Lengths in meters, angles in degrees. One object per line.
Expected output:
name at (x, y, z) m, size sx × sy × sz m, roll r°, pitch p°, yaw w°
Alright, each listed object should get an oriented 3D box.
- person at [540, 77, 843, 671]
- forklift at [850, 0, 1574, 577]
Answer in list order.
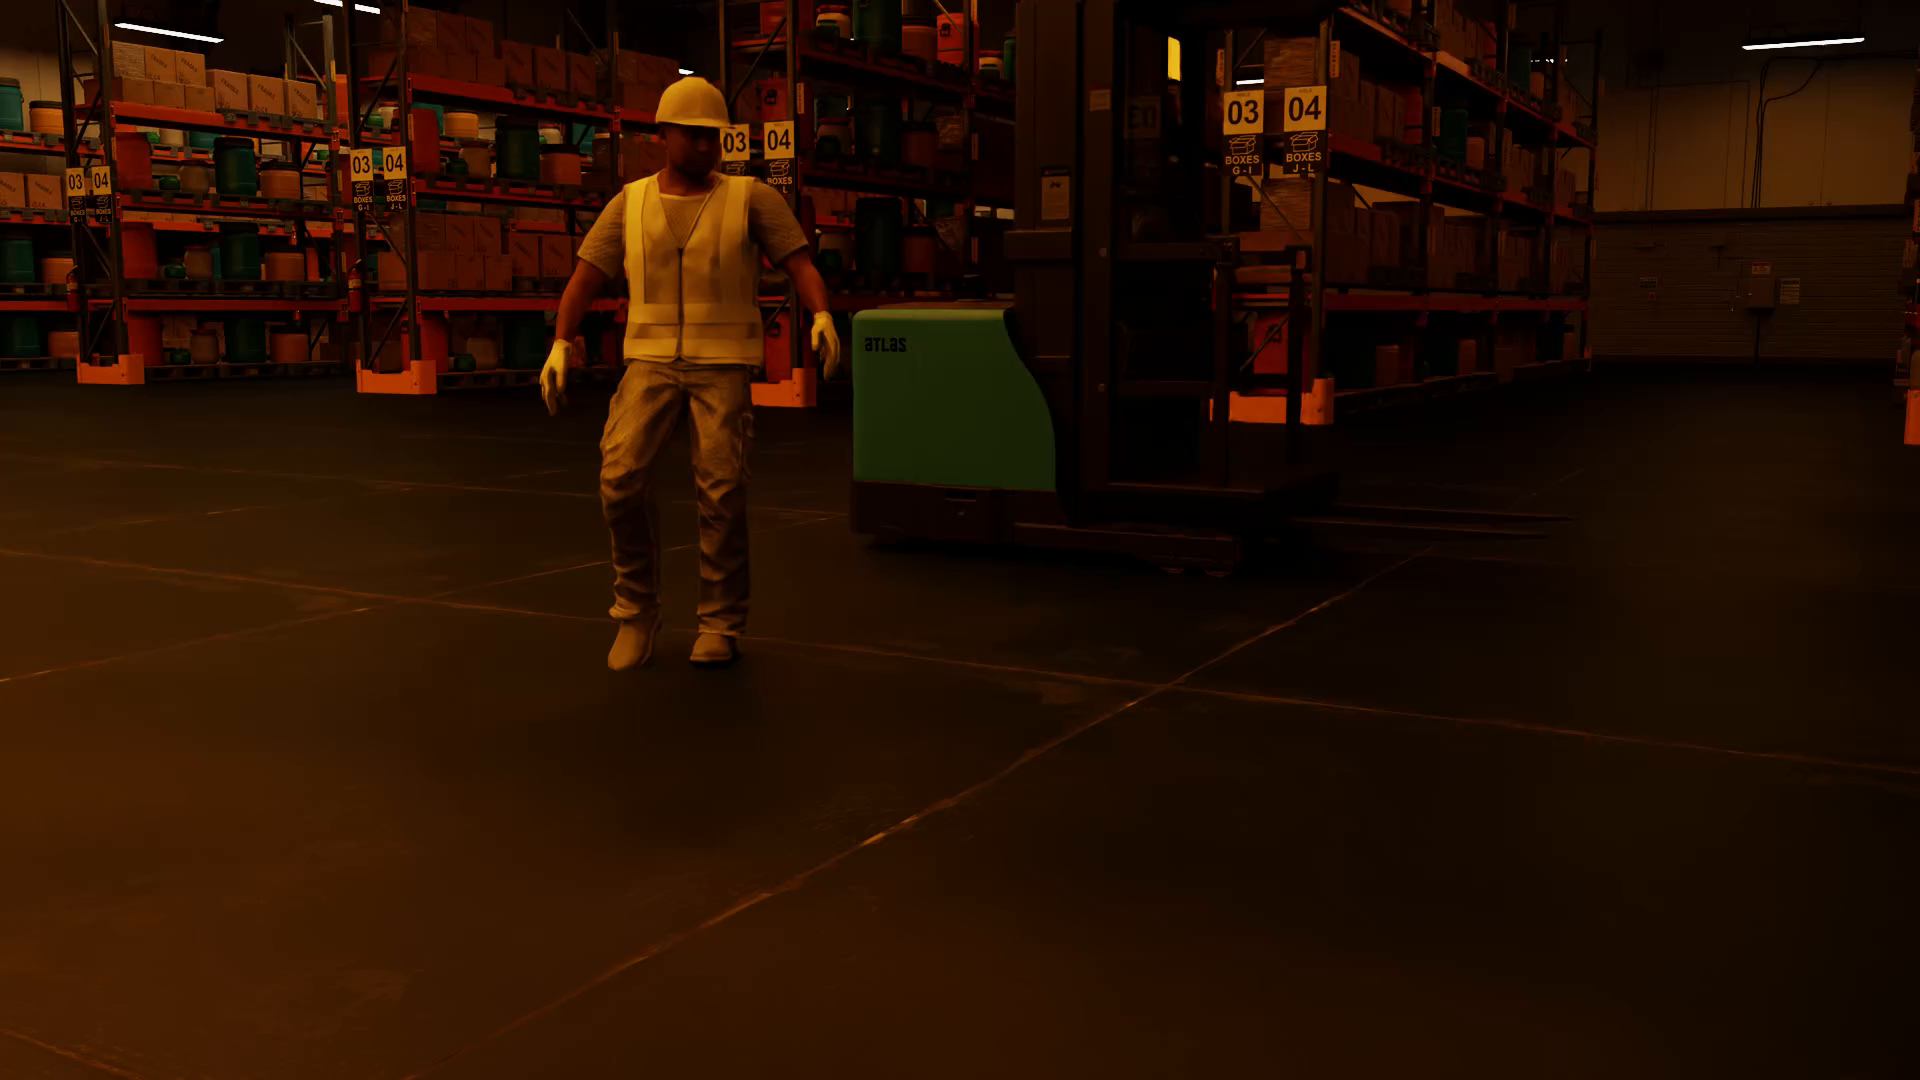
person at (-0.793, -0.486, 5.025) m, size 0.913 × 1.788 × 0.488 m, roll 1°, pitch 8°, yaw 5°
forklift at (1.045, -1.383, 7.115) m, size 3.031 × 2.935 × 1.130 m, roll 4°, pitch 9°, yaw 28°
